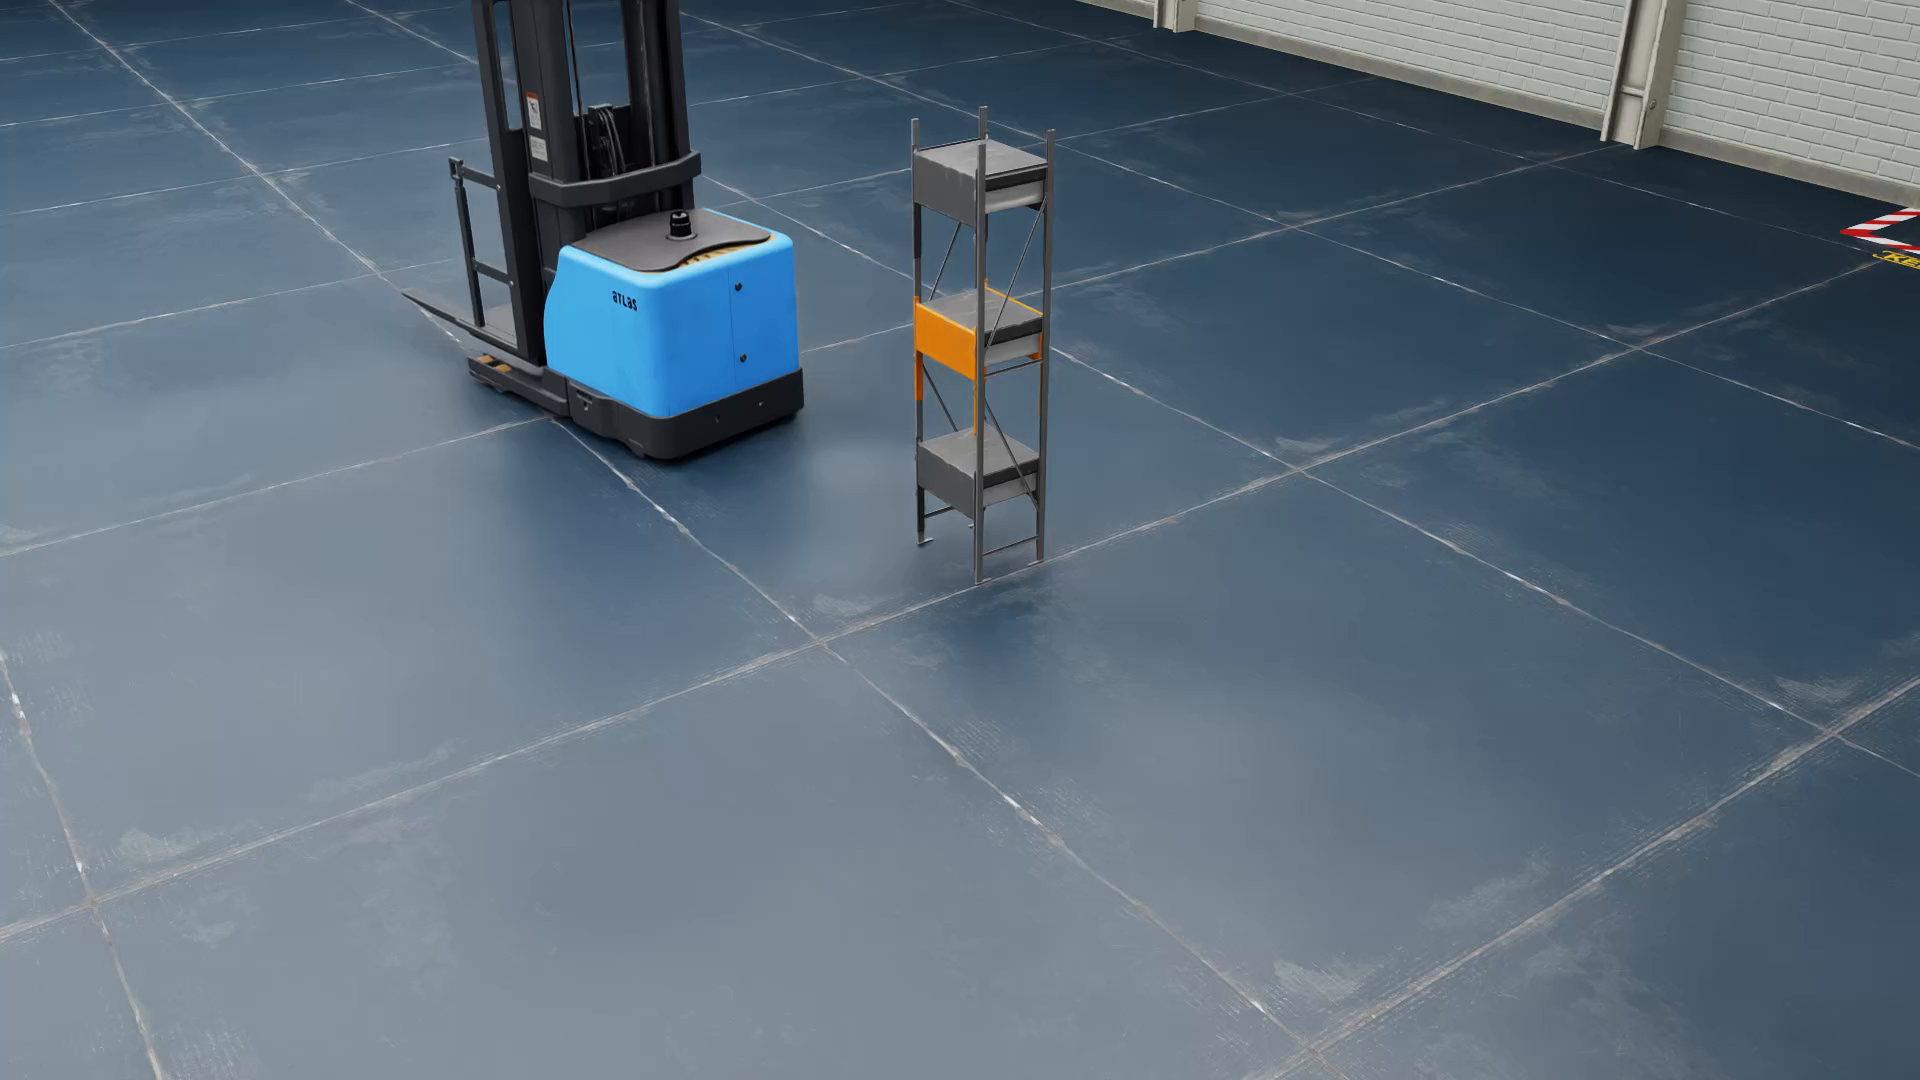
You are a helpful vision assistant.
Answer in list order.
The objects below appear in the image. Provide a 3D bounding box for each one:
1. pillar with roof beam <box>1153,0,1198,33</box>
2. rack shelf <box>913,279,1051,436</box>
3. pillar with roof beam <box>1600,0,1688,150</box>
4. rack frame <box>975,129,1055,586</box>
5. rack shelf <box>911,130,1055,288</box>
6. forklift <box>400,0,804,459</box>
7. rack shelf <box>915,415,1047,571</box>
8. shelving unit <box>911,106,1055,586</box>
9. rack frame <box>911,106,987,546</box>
[{"bbox_3d":[-1.050,-8.624,14.701,9.100,9.000,0.400,-19,34,-31],"label":"pillar with roof beam"},{"bbox_3d":[0.096,-0.846,7.637,0.431,0.518,0.480,-19,34,-31],"label":"rack shelf"},{"bbox_3d":[2.431,-6.292,10.406,9.100,9.000,0.400,-19,34,-31],"label":"pillar with roof beam"},{"bbox_3d":[0.238,-0.763,7.456,0.400,2.100,0.015,-19,34,-31],"label":"rack frame"},{"bbox_3d":[0.096,-1.461,7.303,0.431,0.518,0.480,-19,34,-31],"label":"rack shelf"},{"bbox_3d":[-2.301,-2.319,9.448,3.031,2.935,1.130,25,37,38],"label":"forklift"},{"bbox_3d":[0.096,-0.231,7.971,0.431,0.518,0.480,-19,34,-31],"label":"rack shelf"},{"bbox_3d":[0.096,-0.858,7.630,0.431,2.100,0.503,-19,34,-31],"label":"shelving unit"},{"bbox_3d":[-0.046,-0.953,7.805,0.400,2.100,0.015,-19,34,-31],"label":"rack frame"}]
